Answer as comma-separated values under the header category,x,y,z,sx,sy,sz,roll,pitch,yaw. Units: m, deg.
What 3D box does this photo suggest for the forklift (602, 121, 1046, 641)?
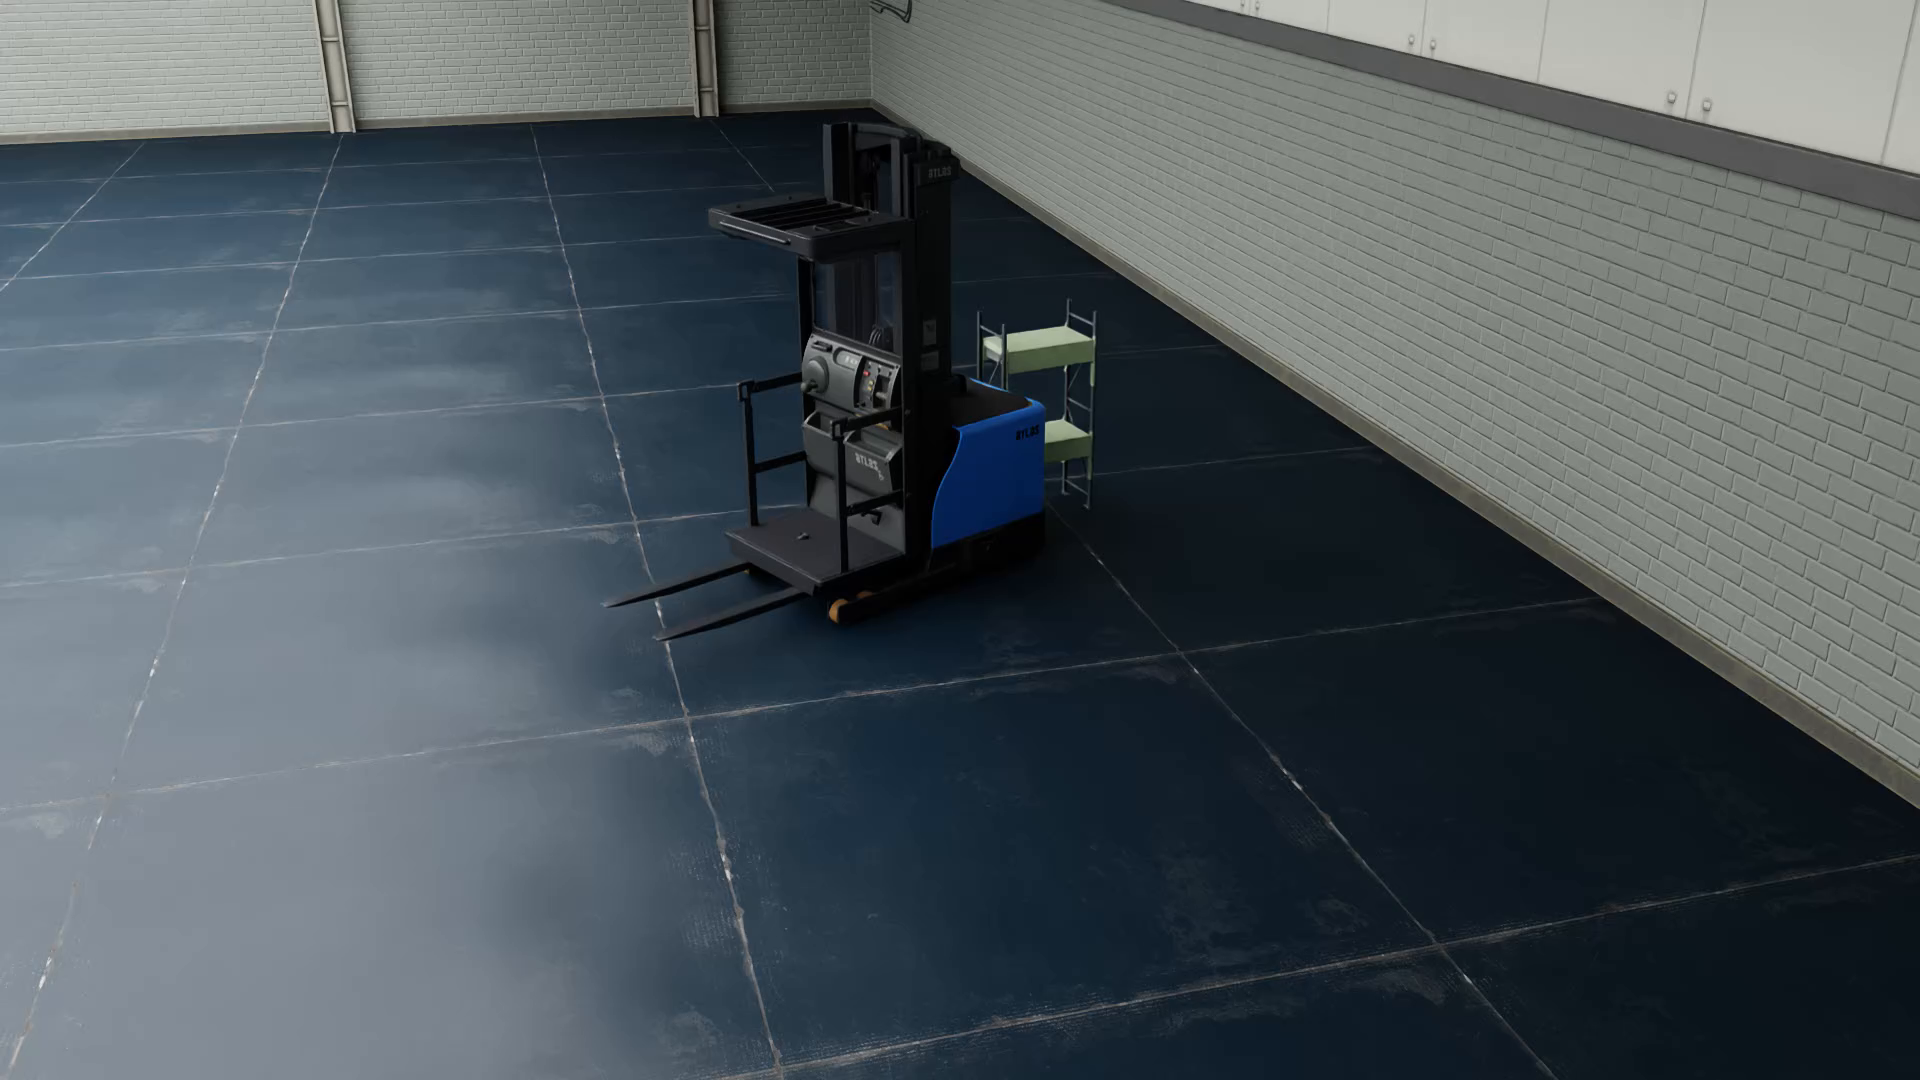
category,x,y,z,sx,sy,sz,roll,pitch,yaw
forklift,-0.853,-1.040,10.456,3.031,2.935,1.130,-19,30,-37

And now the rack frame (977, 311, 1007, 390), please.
category,x,y,z,sx,sy,sz,roll,pitch,yaw
rack frame,0.222,-0.855,11.841,0.023,1.500,0.400,-11,26,-25

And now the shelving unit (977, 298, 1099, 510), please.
category,x,y,z,sx,sy,sz,roll,pitch,yaw
shelving unit,0.548,-0.921,11.993,0.755,1.500,0.431,-11,26,-25

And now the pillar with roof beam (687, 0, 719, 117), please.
category,x,y,z,sx,sy,sz,roll,pitch,yaw
pillar with roof beam,-3.254,-9.907,23.426,0.400,9.000,9.100,-6,24,-14

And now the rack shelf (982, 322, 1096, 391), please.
category,x,y,z,sx,sy,sz,roll,pitch,yaw
rack shelf,0.548,-1.279,11.840,0.720,0.370,0.431,-11,26,-25

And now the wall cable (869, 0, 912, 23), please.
category,x,y,z,sx,sy,sz,roll,pitch,yaw
wall cable,-1.223,-9.926,27.409,0.112,2.526,3.097,-6,24,-14

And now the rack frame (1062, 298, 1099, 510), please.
category,x,y,z,sx,sy,sz,roll,pitch,yaw
rack frame,0.874,-0.986,12.146,0.023,1.500,0.400,-11,26,-25

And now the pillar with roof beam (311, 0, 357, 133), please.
category,x,y,z,sx,sy,sz,roll,pitch,yaw
pillar with roof beam,-9.031,-9.268,21.937,0.400,9.000,9.100,-6,24,-14

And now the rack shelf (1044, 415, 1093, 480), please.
category,x,y,z,sx,sy,sz,roll,pitch,yaw
rack shelf,0.548,-0.621,12.122,0.720,0.370,0.431,-11,26,-25
